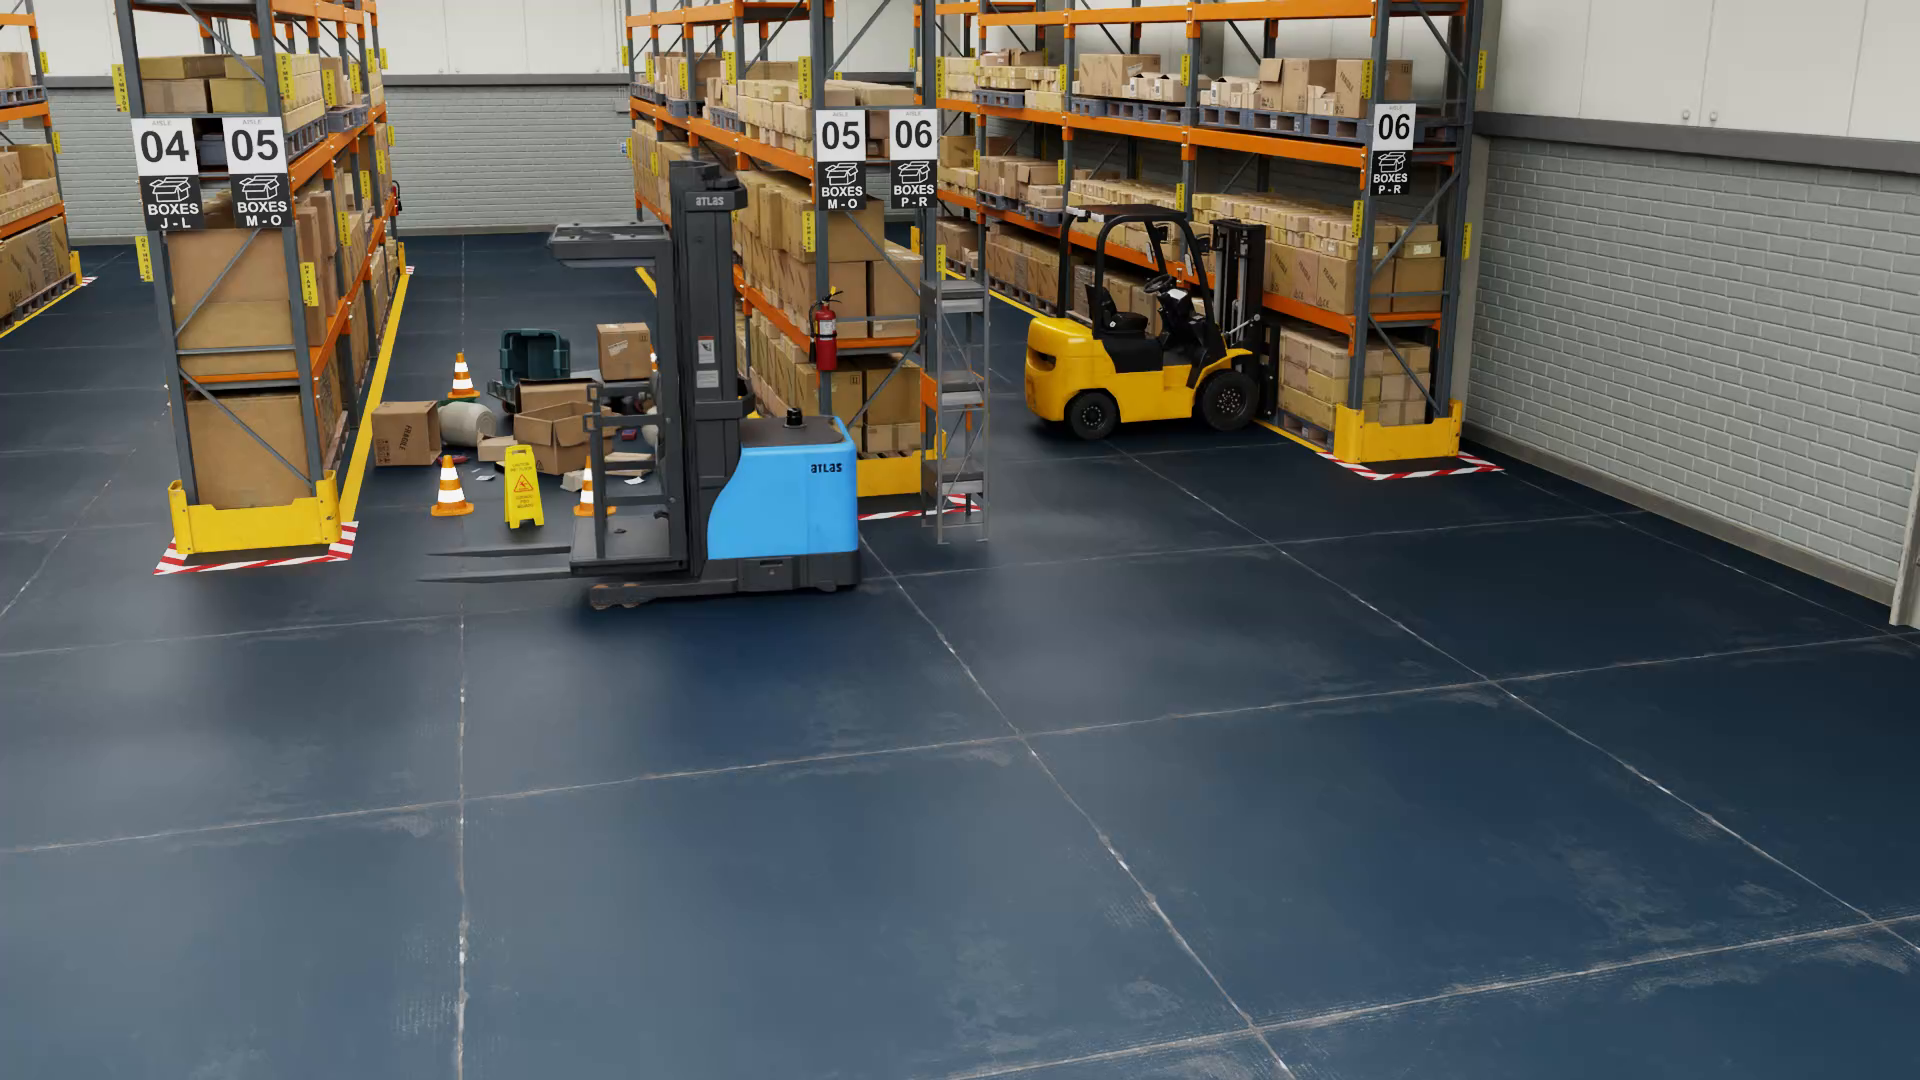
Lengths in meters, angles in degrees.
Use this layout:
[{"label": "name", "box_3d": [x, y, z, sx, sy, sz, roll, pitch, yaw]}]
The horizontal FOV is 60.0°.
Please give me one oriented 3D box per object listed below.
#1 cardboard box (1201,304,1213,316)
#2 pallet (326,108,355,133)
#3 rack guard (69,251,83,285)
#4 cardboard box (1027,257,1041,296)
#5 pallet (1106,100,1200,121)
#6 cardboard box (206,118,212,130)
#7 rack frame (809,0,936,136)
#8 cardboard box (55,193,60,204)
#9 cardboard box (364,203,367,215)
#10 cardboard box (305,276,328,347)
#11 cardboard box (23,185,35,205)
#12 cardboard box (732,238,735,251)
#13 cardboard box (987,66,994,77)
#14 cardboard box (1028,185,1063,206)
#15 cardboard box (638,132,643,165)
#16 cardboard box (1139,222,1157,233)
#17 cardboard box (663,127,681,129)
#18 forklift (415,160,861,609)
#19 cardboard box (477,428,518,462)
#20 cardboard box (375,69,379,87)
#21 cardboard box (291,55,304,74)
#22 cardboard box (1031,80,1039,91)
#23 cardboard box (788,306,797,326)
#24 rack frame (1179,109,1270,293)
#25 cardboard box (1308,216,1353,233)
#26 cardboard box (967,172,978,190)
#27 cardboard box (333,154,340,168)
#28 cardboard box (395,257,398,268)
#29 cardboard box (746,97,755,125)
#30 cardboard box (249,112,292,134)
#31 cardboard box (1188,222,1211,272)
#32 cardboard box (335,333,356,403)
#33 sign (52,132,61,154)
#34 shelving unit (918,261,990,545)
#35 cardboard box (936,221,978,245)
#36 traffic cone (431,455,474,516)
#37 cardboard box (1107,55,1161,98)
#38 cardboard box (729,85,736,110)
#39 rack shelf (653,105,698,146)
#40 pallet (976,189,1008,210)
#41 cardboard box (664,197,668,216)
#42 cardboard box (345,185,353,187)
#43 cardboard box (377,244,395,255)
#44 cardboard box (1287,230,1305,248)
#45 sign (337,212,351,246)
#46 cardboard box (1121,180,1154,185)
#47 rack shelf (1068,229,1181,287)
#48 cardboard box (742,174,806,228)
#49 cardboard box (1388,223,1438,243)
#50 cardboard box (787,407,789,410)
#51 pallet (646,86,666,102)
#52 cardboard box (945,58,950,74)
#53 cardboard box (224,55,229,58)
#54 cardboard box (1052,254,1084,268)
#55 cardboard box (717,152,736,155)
[{"label": "cardboard box", "box_3d": [2.943, -2.406, 18.058, 0.500, 0.250, 0.500, -5, 17, -15]}, {"label": "pallet", "box_3d": [-7.083, -4.500, 17.834, 1.003, 0.211, 1.213, -4, 17, -13]}, {"label": "rack guard", "box_3d": [-14.623, -4.295, 26.382, 1.175, 0.500, 0.348, -5, 17, -15]}, {"label": "cardboard box", "box_3d": [1.285, -3.837, 24.128, 0.500, 0.500, 0.500, -4, 17, -13]}, {"label": "pallet", "box_3d": [2.465, -5.306, 20.517, 1.003, 0.211, 1.213, -4, 17, -13]}, {"label": "cardboard box", "box_3d": [-6.049, -3.265, 12.927, 0.380, 0.149, 0.250, -5, 17, -15]}, {"label": "rack frame", "box_3d": [-0.691, -4.717, 13.012, 1.000, 3.000, 0.127, -5, 17, -15]}, {"label": "cardboard box", "box_3d": [-14.202, -5.293, 25.795, 0.380, 0.149, 0.250, -4, 17, -14]}, {"label": "cardboard box", "box_3d": [-8.060, -4.370, 21.993, 0.380, 0.149, 0.250, -4, 17, -13]}, {"label": "cardboard box", "box_3d": [-5.774, -1.910, 13.837, 0.875, 0.550, 0.550, -5, 17, -15]}, {"label": "cardboard box", "box_3d": [-13.802, -5.018, 24.188, 0.500, 0.250, 0.500, -5, 17, -15]}, {"label": "cardboard box", "box_3d": [-2.358, -3.294, 18.411, 0.380, 0.149, 0.250, -5, 17, -16]}, {"label": "cardboard box", "box_3d": [0.614, -7.005, 24.860, 0.380, 0.149, 0.250, -5, 17, -16]}, {"label": "cardboard box", "box_3d": [1.281, -4.845, 23.399, 0.500, 0.250, 0.500, -6, 18, -18]}, {"label": "cardboard box", "box_3d": [-4.932, -6.356, 26.987, 0.500, 0.500, 0.500, -5, 17, -16]}, {"label": "cardboard box", "box_3d": [2.452, -3.768, 19.675, 0.500, 0.250, 0.500, -5, 17, -17]}, {"label": "cardboard box", "box_3d": [-4.407, -6.211, 25.377, 0.380, 0.149, 0.250, -5, 17, -15]}, {"label": "forklift", "box_3d": [-2.270, -1.094, 11.499, 3.031, 2.935, 1.130, -3, 17, -10]}, {"label": "cardboard box", "box_3d": [-4.279, -0.891, 15.458, 0.396, 0.266, 0.258, -2, 17, -6]}, {"label": "cardboard box", "box_3d": [-9.169, -7.063, 25.431, 0.500, 0.250, 0.500, -4, 17, -14]}, {"label": "cardboard box", "box_3d": [-5.627, -3.911, 13.692, 0.380, 0.149, 0.250, -4, 17, -14]}, {"label": "cardboard box", "box_3d": [1.225, -6.442, 23.539, 0.380, 0.149, 0.250, -4, 17, -14]}, {"label": "cardboard box", "box_3d": [-1.326, -2.012, 14.874, 0.380, 0.149, 0.250, -4, 17, -14]}, {"label": "rack frame", "box_3d": [2.981, -3.343, 18.868, 1.000, 3.000, 0.127, -5, 17, -15]}, {"label": "cardboard box", "box_3d": [3.587, -3.031, 16.010, 0.380, 0.149, 0.250, -5, 17, -15]}, {"label": "cardboard box", "box_3d": [0.408, -5.748, 26.619, 0.500, 0.250, 0.500, -4, 17, -14]}, {"label": "cardboard box", "box_3d": [-9.110, -5.521, 23.690, 0.500, 0.500, 0.500, -5, 18, -17]}, {"label": "cardboard box", "box_3d": [-9.307, -4.493, 26.922, 0.380, 0.149, 0.250, -4, 17, -14]}, {"label": "cardboard box", "box_3d": [-1.782, -4.172, 16.156, 0.500, 0.250, 0.500, -5, 17, -16]}, {"label": "cardboard box", "box_3d": [-5.209, -3.110, 12.409, 0.380, 0.149, 0.250, -5, 17, -15]}, {"label": "cardboard box", "box_3d": [2.852, -3.248, 18.377, 0.500, 0.500, 0.500, -5, 17, -17]}, {"label": "cardboard box", "box_3d": [-6.779, -1.819, 16.974, 1.050, 0.750, 0.750, -5, 17, -16]}, {"label": "sign", "box_3d": [-14.091, -6.193, 25.930, 0.100, 0.325, 0.005, -5, 17, -15]}, {"label": "shelving unit", "box_3d": [-0.045, -1.051, 12.802, 0.431, 2.100, 0.503, -5, 17, -15]}, {"label": "cardboard box", "box_3d": [-0.042, -5.250, 28.832, 0.700, 0.500, 0.500, -4, 17, -13]}, {"label": "traffic cone", "box_3d": [-4.203, -0.468, 13.707, 0.336, 0.463, 0.334, -5, 17, -15]}, {"label": "cardboard box", "box_3d": [2.126, -5.682, 20.362, 0.500, 0.500, 0.500, -4, 17, -14]}, {"label": "cardboard box", "box_3d": [-2.224, -4.806, 18.055, 0.500, 0.250, 0.500, -4, 17, -15]}, {"label": "rack shelf", "box_3d": [-3.439, -5.702, 22.755, 1.077, 0.370, 4.000, -5, 17, -15]}, {"label": "pallet", "box_3d": [0.897, -5.235, 25.498, 1.003, 0.211, 1.213, -5, 17, -15]}, {"label": "cardboard box", "box_3d": [-3.978, -4.805, 23.996, 0.500, 0.250, 0.500, -5, 17, -17]}, {"label": "cardboard box", "box_3d": [-7.850, -4.436, 21.179, 0.380, 0.149, 0.250, -4, 17, -13]}, {"label": "cardboard box", "box_3d": [-9.086, -4.562, 26.117, 0.380, 0.149, 0.250, -4, 17, -13]}, {"label": "cardboard box", "box_3d": [3.429, -2.954, 16.270, 0.380, 0.149, 0.250, -5, 18, -17]}, {"label": "sign", "box_3d": [-5.989, -3.027, 16.174, 0.100, 0.325, 0.005, -5, 17, -15]}, {"label": "cardboard box", "box_3d": [2.345, -4.671, 21.986, 0.380, 0.149, 0.250, -4, 17, -14]}, {"label": "rack shelf", "box_3d": [2.432, -3.552, 20.813, 1.077, 0.370, 4.000, -5, 17, -15]}, {"label": "cardboard box", "box_3d": [-1.759, -3.337, 16.419, 0.700, 0.500, 0.500, -5, 17, -15]}, {"label": "cardboard box", "box_3d": [4.194, -2.848, 15.400, 0.380, 0.149, 0.250, -5, 17, -16]}, {"label": "cardboard box", "box_3d": [-1.307, -1.074, 15.363, 0.500, 0.250, 0.500, -5, 17, -15]}, {"label": "pallet", "box_3d": [-4.204, -6.784, 25.263, 1.003, 0.211, 1.213, -5, 17, -15]}, {"label": "cardboard box", "box_3d": [-0.013, -7.846, 27.520, 0.500, 0.250, 0.500, -4, 17, -14]}, {"label": "cardboard box", "box_3d": [-6.467, -4.068, 14.215, 0.380, 0.149, 0.250, -5, 17, -15]}, {"label": "cardboard box", "box_3d": [1.503, -3.881, 23.146, 0.380, 0.149, 0.250, -6, 18, -18]}, {"label": "cardboard box", "box_3d": [-2.936, -4.875, 22.056, 0.500, 0.500, 0.500, -5, 17, -15]}]
